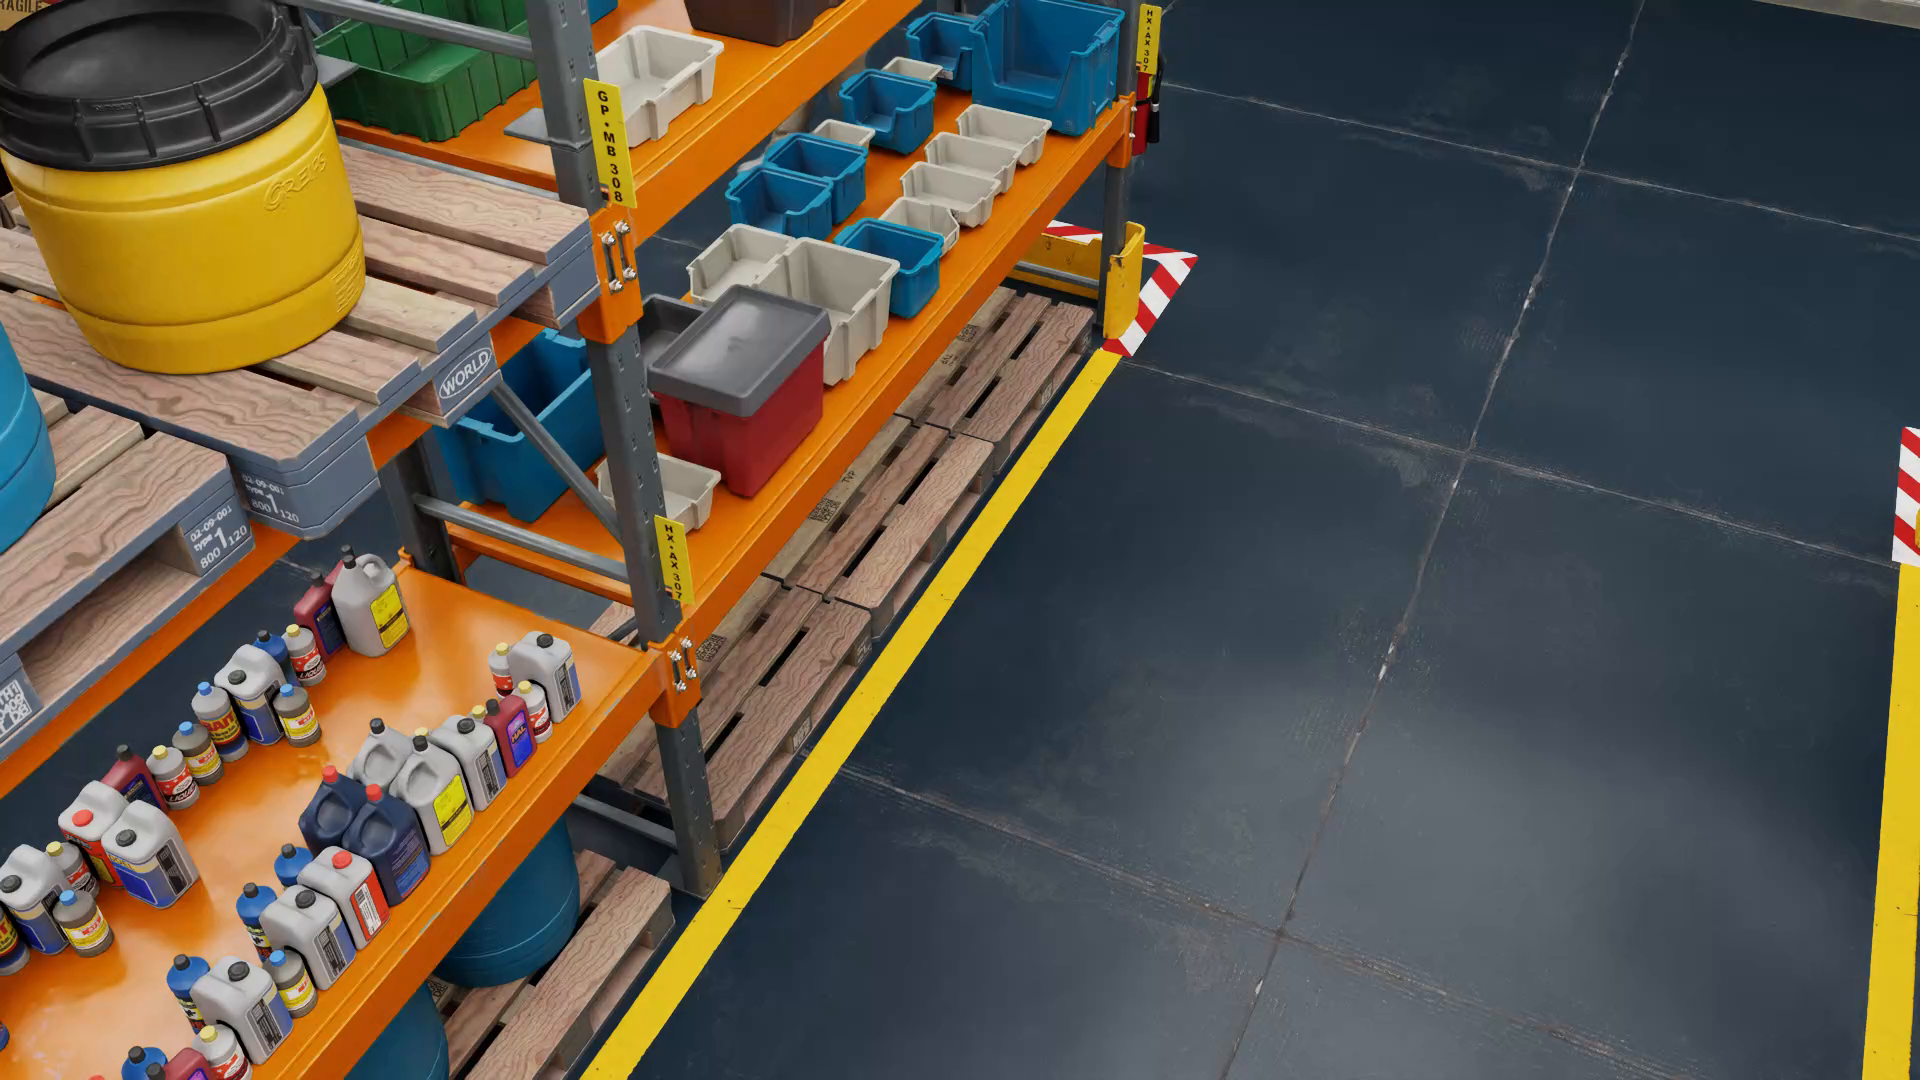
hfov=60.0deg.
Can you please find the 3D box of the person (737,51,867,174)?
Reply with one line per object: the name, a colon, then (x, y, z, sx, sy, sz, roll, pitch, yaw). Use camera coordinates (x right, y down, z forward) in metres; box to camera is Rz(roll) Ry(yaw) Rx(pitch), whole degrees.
person: (-0.799, -2.751, 9.257, 0.936, 1.671, 0.616, -14, 44, -16)
